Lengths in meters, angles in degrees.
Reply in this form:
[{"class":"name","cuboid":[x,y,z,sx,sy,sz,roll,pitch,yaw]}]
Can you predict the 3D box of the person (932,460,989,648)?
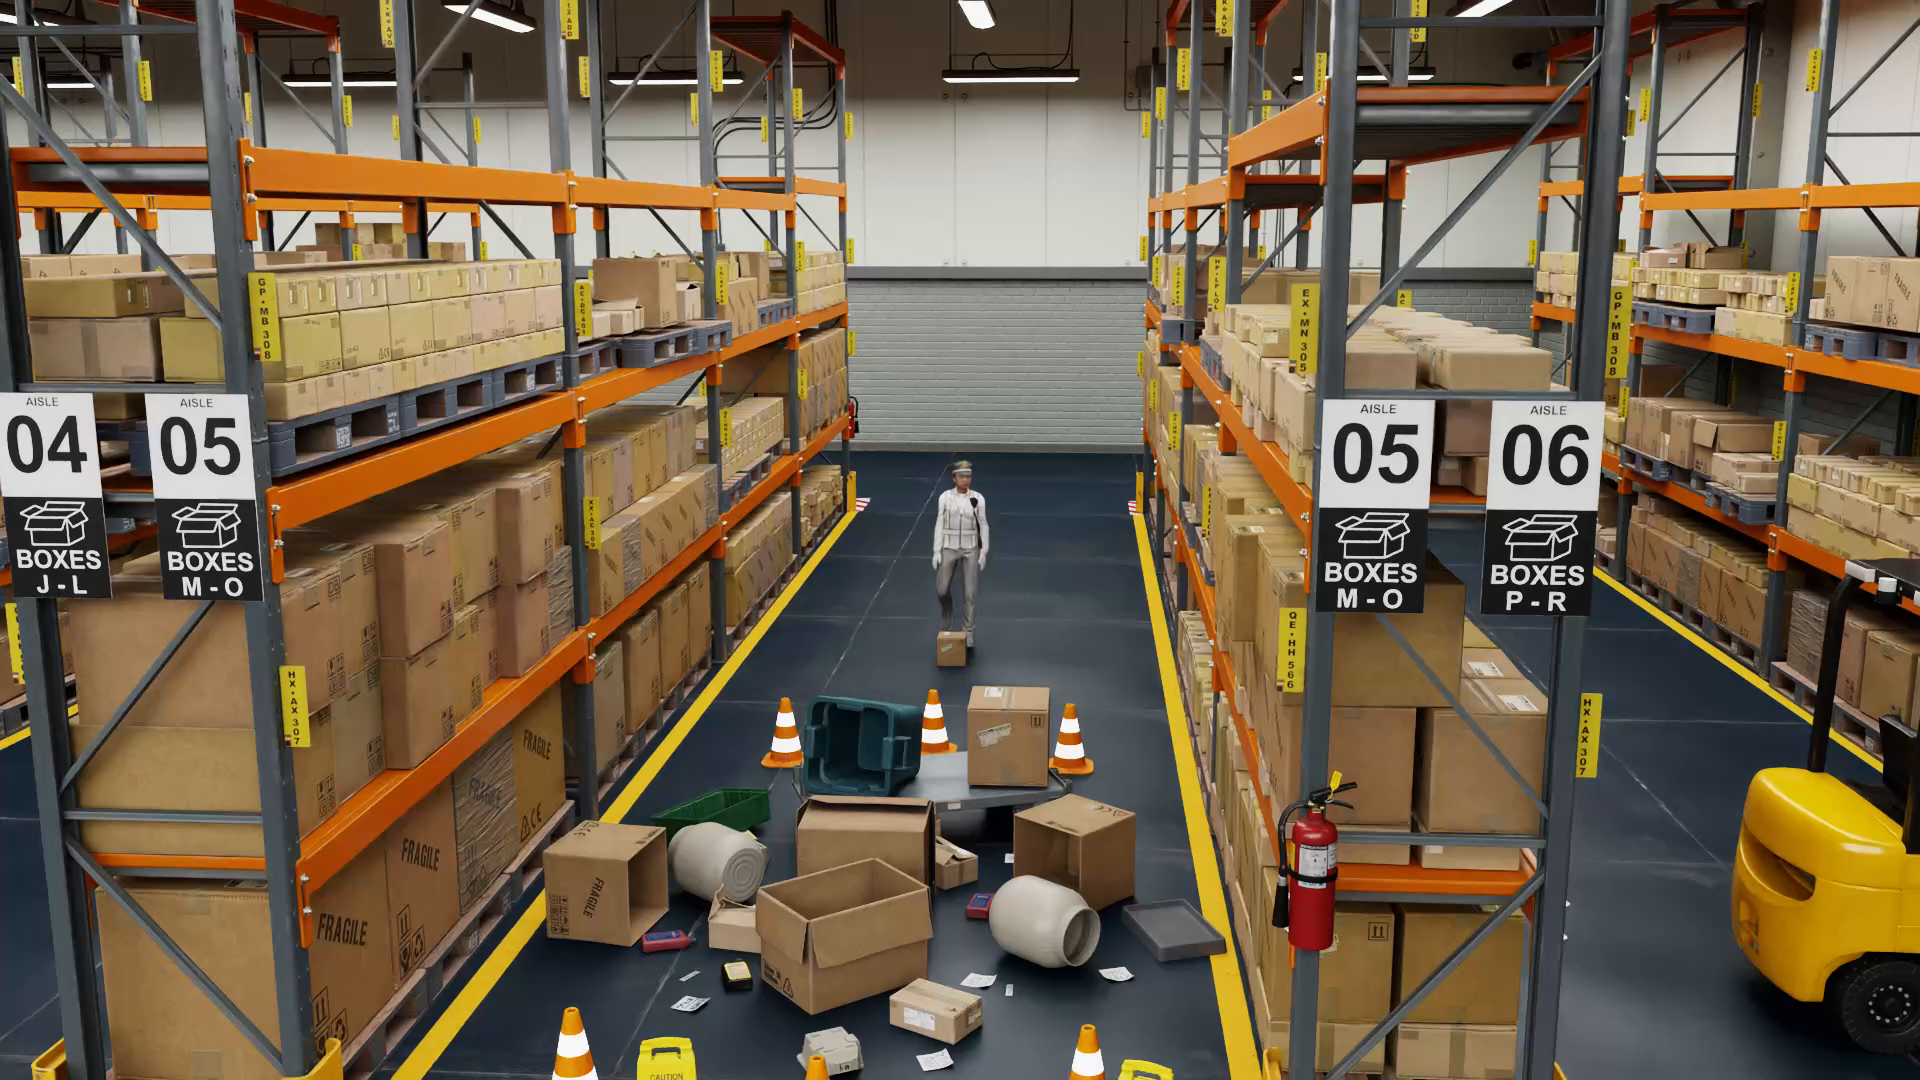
[{"class":"person","cuboid":[0.008,0.106,15.170,0.521,1.675,0.643,0,11,0]}]
